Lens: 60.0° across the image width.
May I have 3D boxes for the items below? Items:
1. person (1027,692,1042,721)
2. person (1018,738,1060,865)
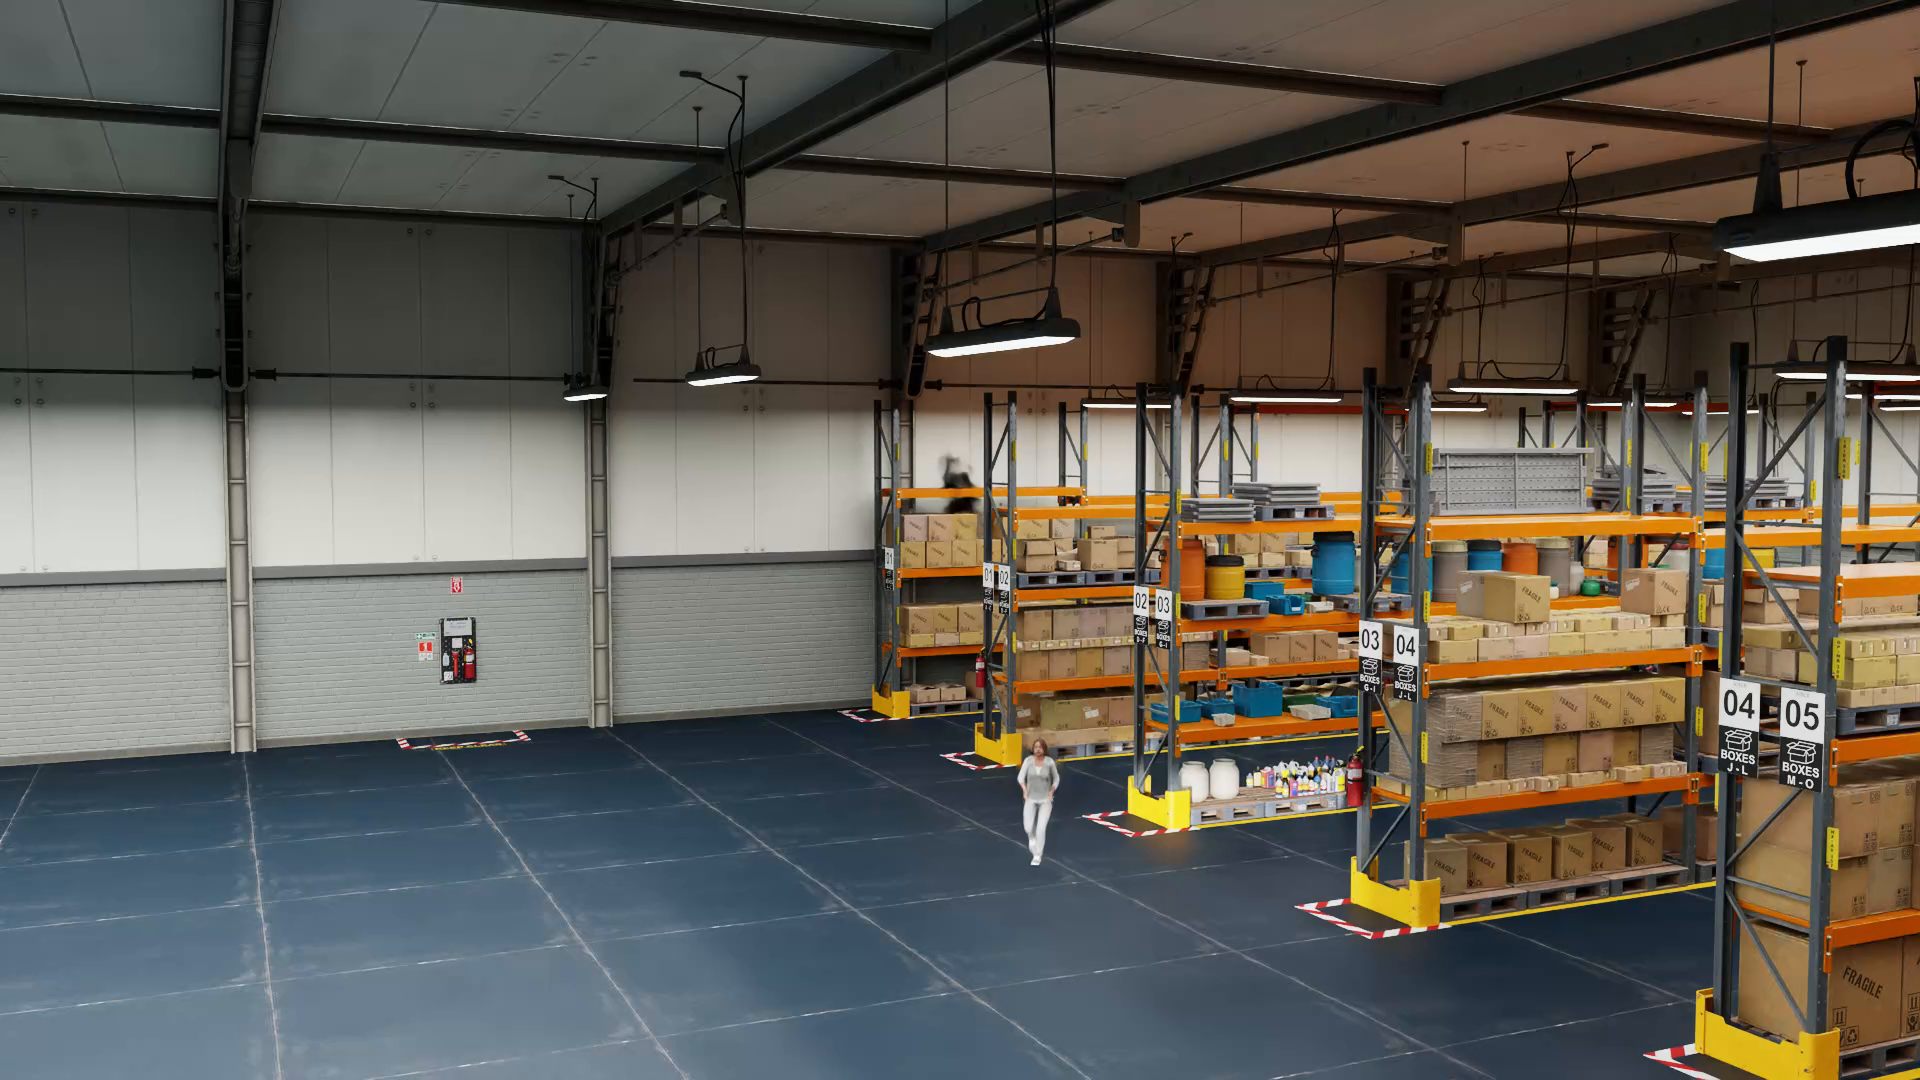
[{"bbox_3d":[1.258,2.512,29.519,1.023,1.757,0.658,-3,4,-41],"label":"person"},{"bbox_3d":[0.966,3.198,20.415,0.521,1.553,0.532,0,3,7],"label":"person"}]
